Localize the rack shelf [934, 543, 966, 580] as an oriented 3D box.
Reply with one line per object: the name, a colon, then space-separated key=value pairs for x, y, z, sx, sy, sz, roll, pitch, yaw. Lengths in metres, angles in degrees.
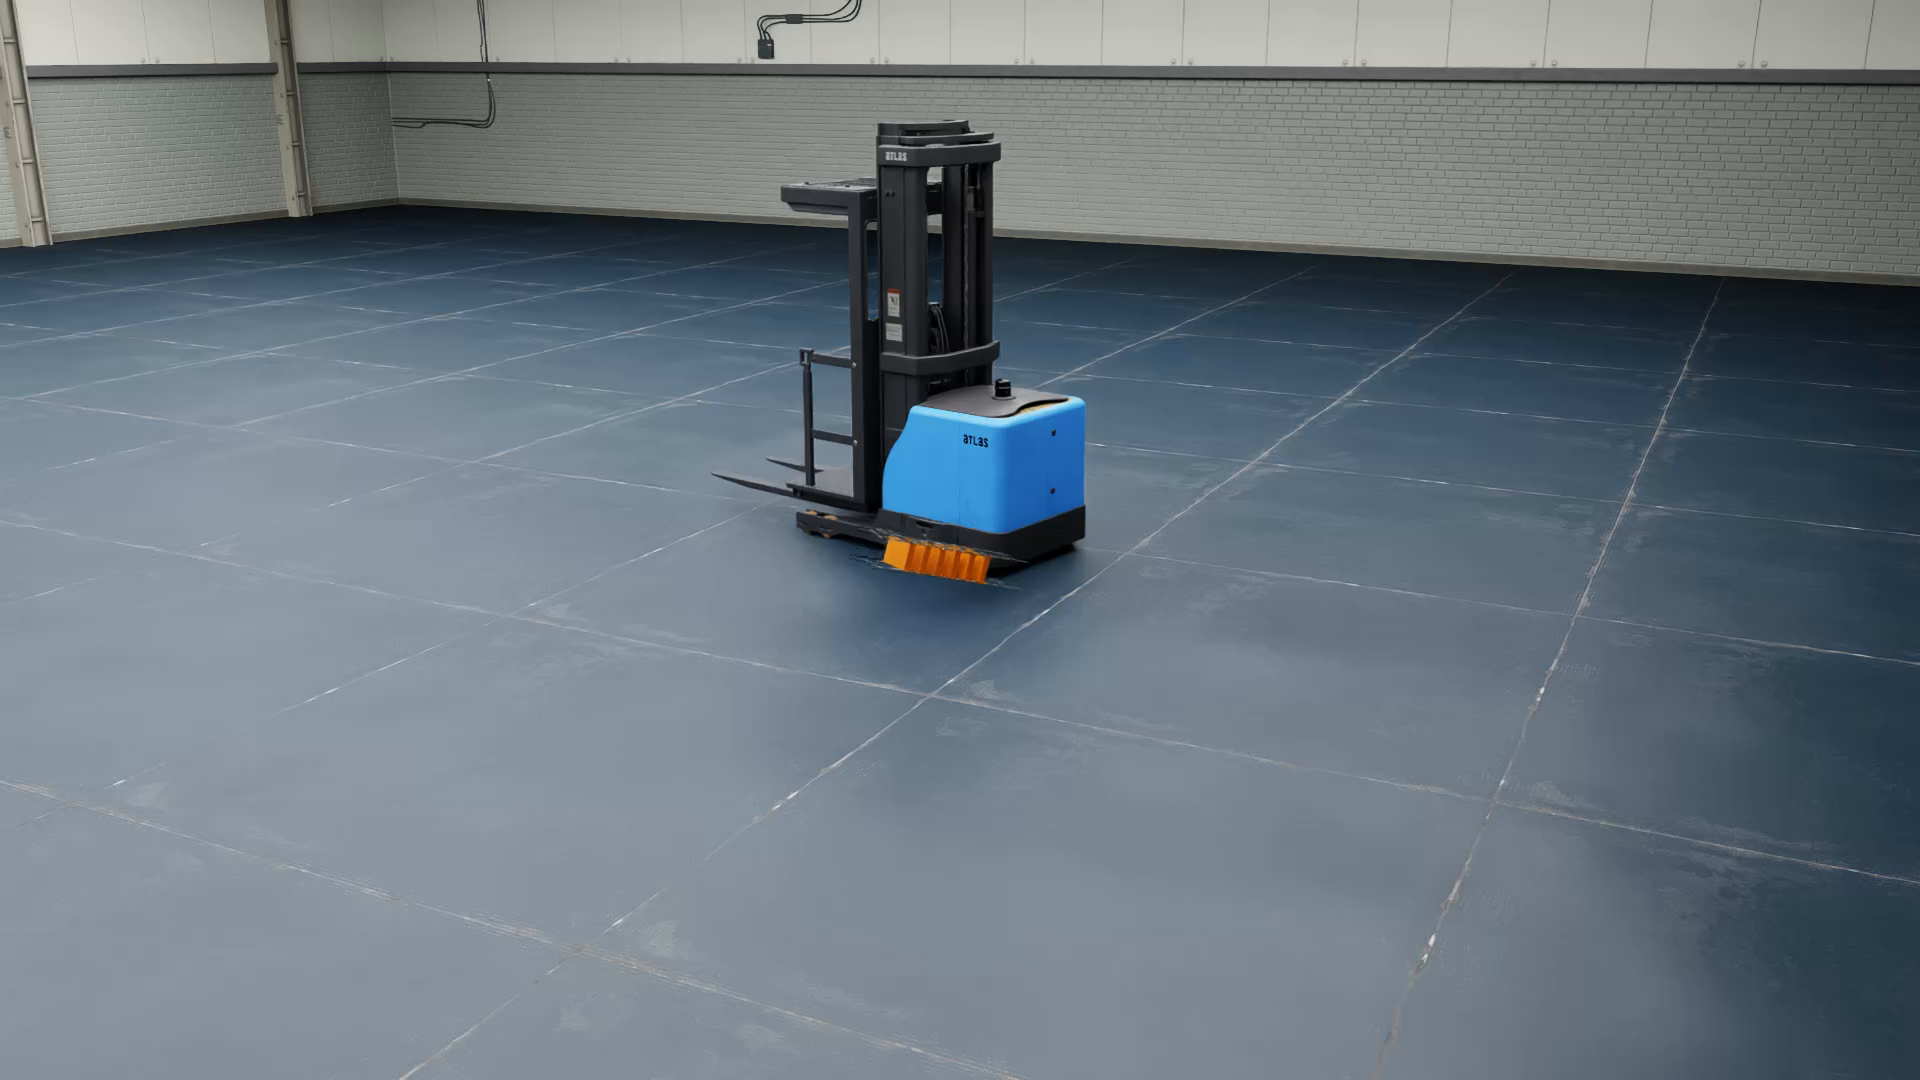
rack shelf: x=-0.079 y=0.134 z=10.643 sx=0.103 sy=0.180 sz=0.258 roll=10 pitch=7 yaw=-37

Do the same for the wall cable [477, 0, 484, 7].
wall cable: x=-8.956 y=-12.305 z=34.231 sx=3.097 sy=2.526 sz=0.112 roll=8 pitch=18 yaw=25

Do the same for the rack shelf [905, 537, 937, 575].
rack shelf: x=-0.267 y=0.101 z=10.498 sx=0.103 sy=0.180 sz=0.258 roll=10 pitch=7 yaw=-37

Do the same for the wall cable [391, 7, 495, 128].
wall cable: x=-11.376 y=-10.228 z=36.109 sx=3.097 sy=2.526 sz=0.112 roll=8 pitch=18 yaw=25

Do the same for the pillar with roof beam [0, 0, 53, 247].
pillar with roof beam: x=-12.705 y=-9.058 z=26.717 sx=9.100 sy=9.000 sz=0.400 roll=8 pitch=18 yaw=25

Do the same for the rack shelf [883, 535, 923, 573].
rack shelf: x=-0.361 y=0.084 z=10.425 sx=0.103 sy=0.180 sz=0.258 roll=10 pitch=7 yaw=-37

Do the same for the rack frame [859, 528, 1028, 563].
rack frame: x=-0.091 y=0.040 z=10.607 sx=1.200 sy=0.006 sz=0.240 roll=10 pitch=7 yaw=-37

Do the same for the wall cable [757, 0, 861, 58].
wall cable: x=-2.890 y=-12.135 z=31.102 sx=2.305 sy=6.003 sz=0.169 roll=8 pitch=18 yaw=25

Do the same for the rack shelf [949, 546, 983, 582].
rack shelf: x=0.015 y=0.150 z=10.716 sx=0.103 sy=0.180 sz=0.258 roll=10 pitch=7 yaw=-37

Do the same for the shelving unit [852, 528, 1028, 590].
shelving unit: x=-0.114 y=0.128 z=10.617 sx=1.200 sy=0.189 sz=0.258 roll=10 pitch=7 yaw=-37

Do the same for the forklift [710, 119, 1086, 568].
forklift: x=-0.574 y=-1.523 z=12.003 sx=3.031 sy=2.935 sz=1.130 roll=13 pitch=21 yaw=37

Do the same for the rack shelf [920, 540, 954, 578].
rack shelf: x=-0.173 y=0.117 z=10.571 sx=0.103 sy=0.180 sz=0.258 roll=10 pitch=7 yaw=-37

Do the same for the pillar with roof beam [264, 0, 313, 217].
pillar with roof beam: x=-10.024 y=-10.587 z=31.863 sx=9.100 sy=9.000 sz=0.400 roll=8 pitch=18 yaw=25

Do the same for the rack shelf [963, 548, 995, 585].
rack shelf: x=0.109 y=0.167 z=10.789 sx=0.103 sy=0.180 sz=0.258 roll=10 pitch=7 yaw=-37

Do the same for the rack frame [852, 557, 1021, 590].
rack frame: x=-0.136 y=0.216 z=10.626 sx=1.200 sy=0.006 sz=0.240 roll=10 pitch=7 yaw=-37
